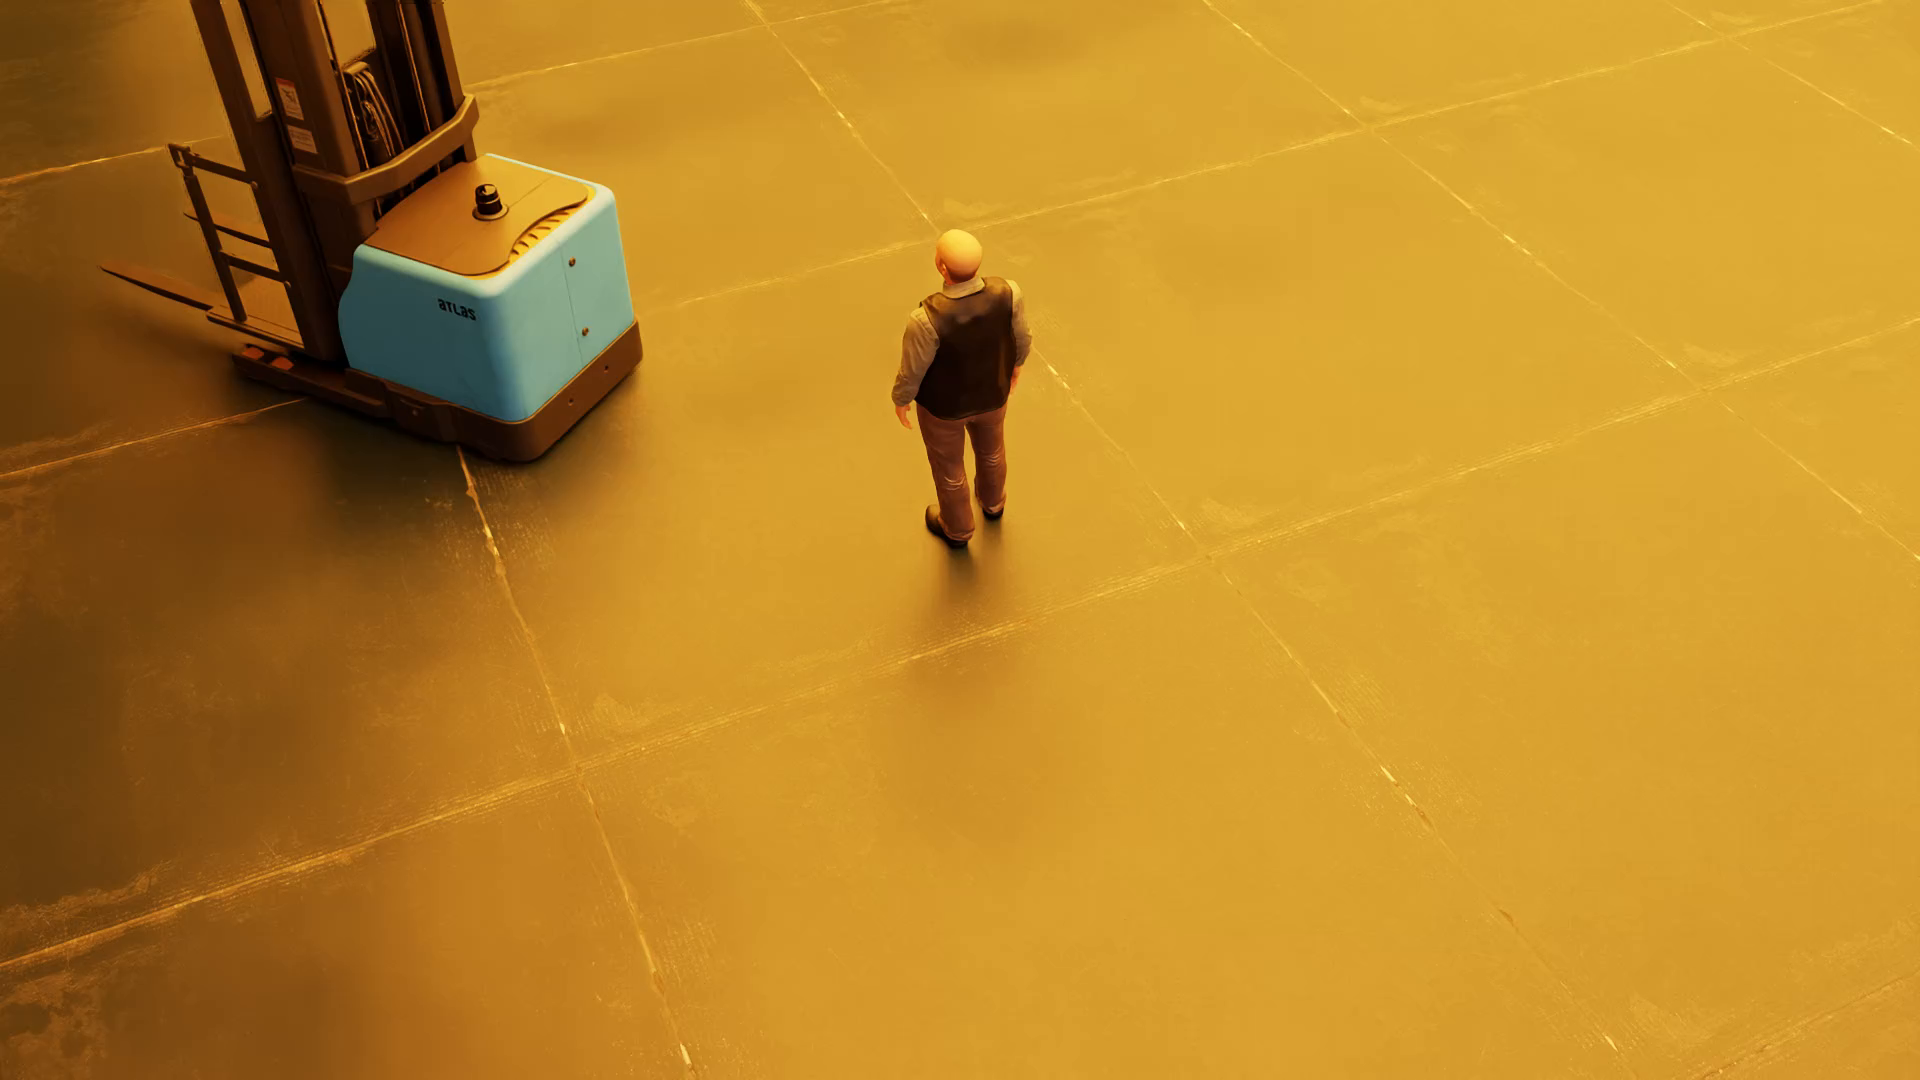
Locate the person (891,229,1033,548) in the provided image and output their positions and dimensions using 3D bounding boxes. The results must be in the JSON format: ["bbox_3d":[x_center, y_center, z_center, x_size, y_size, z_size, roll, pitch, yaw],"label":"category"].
[{"bbox_3d":[-0.020,-0.676,7.280,0.633,1.722,0.566,-18,46,-18],"label":"person"}]

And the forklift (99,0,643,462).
[{"bbox_3d":[-3.221,-2.158,7.992,3.031,2.935,1.130,19,46,19],"label":"forklift"}]
